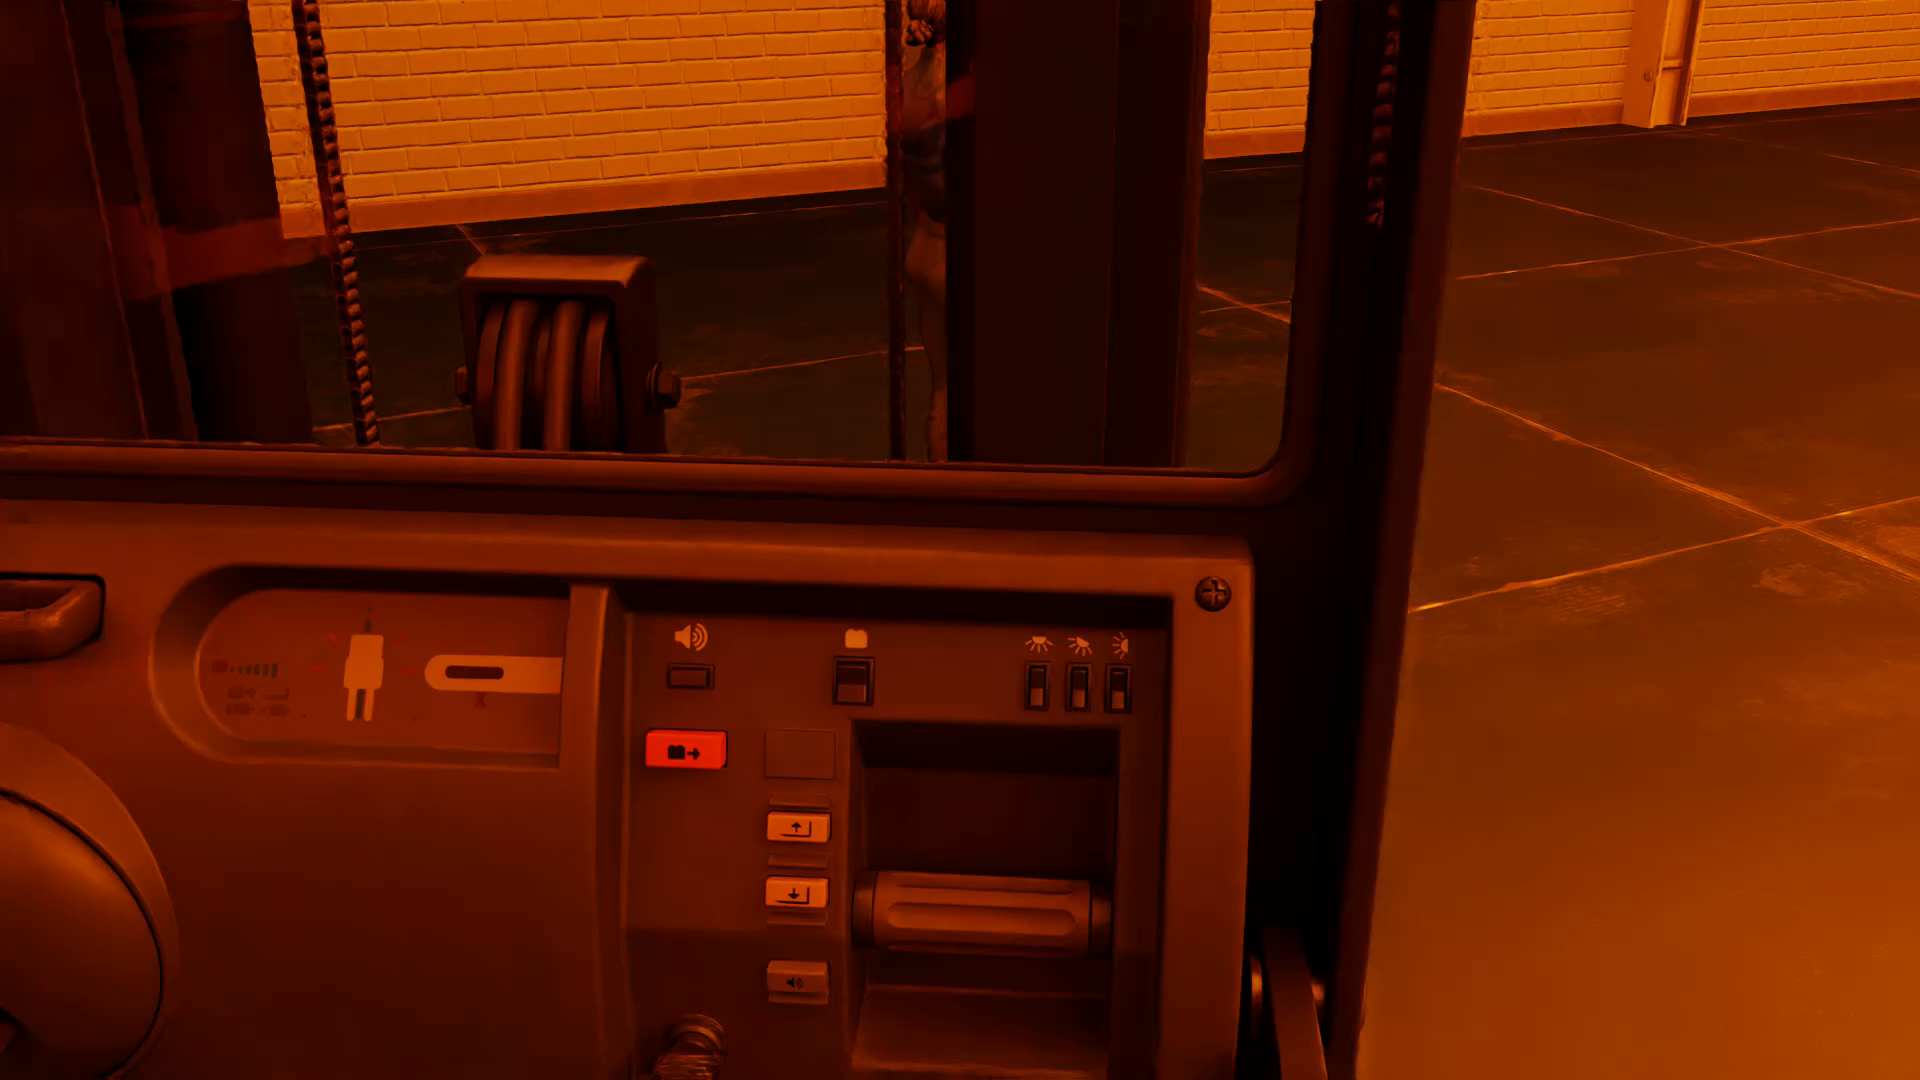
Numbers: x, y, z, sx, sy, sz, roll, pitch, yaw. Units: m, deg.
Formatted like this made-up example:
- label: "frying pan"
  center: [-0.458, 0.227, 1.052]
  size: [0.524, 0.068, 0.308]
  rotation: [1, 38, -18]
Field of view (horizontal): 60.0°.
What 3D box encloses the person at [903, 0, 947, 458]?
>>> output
- label: "person"
  center: [0.088, -0.778, 4.804]
  size: [0.503, 1.656, 0.569]
  rotation: [-10, 25, -23]
